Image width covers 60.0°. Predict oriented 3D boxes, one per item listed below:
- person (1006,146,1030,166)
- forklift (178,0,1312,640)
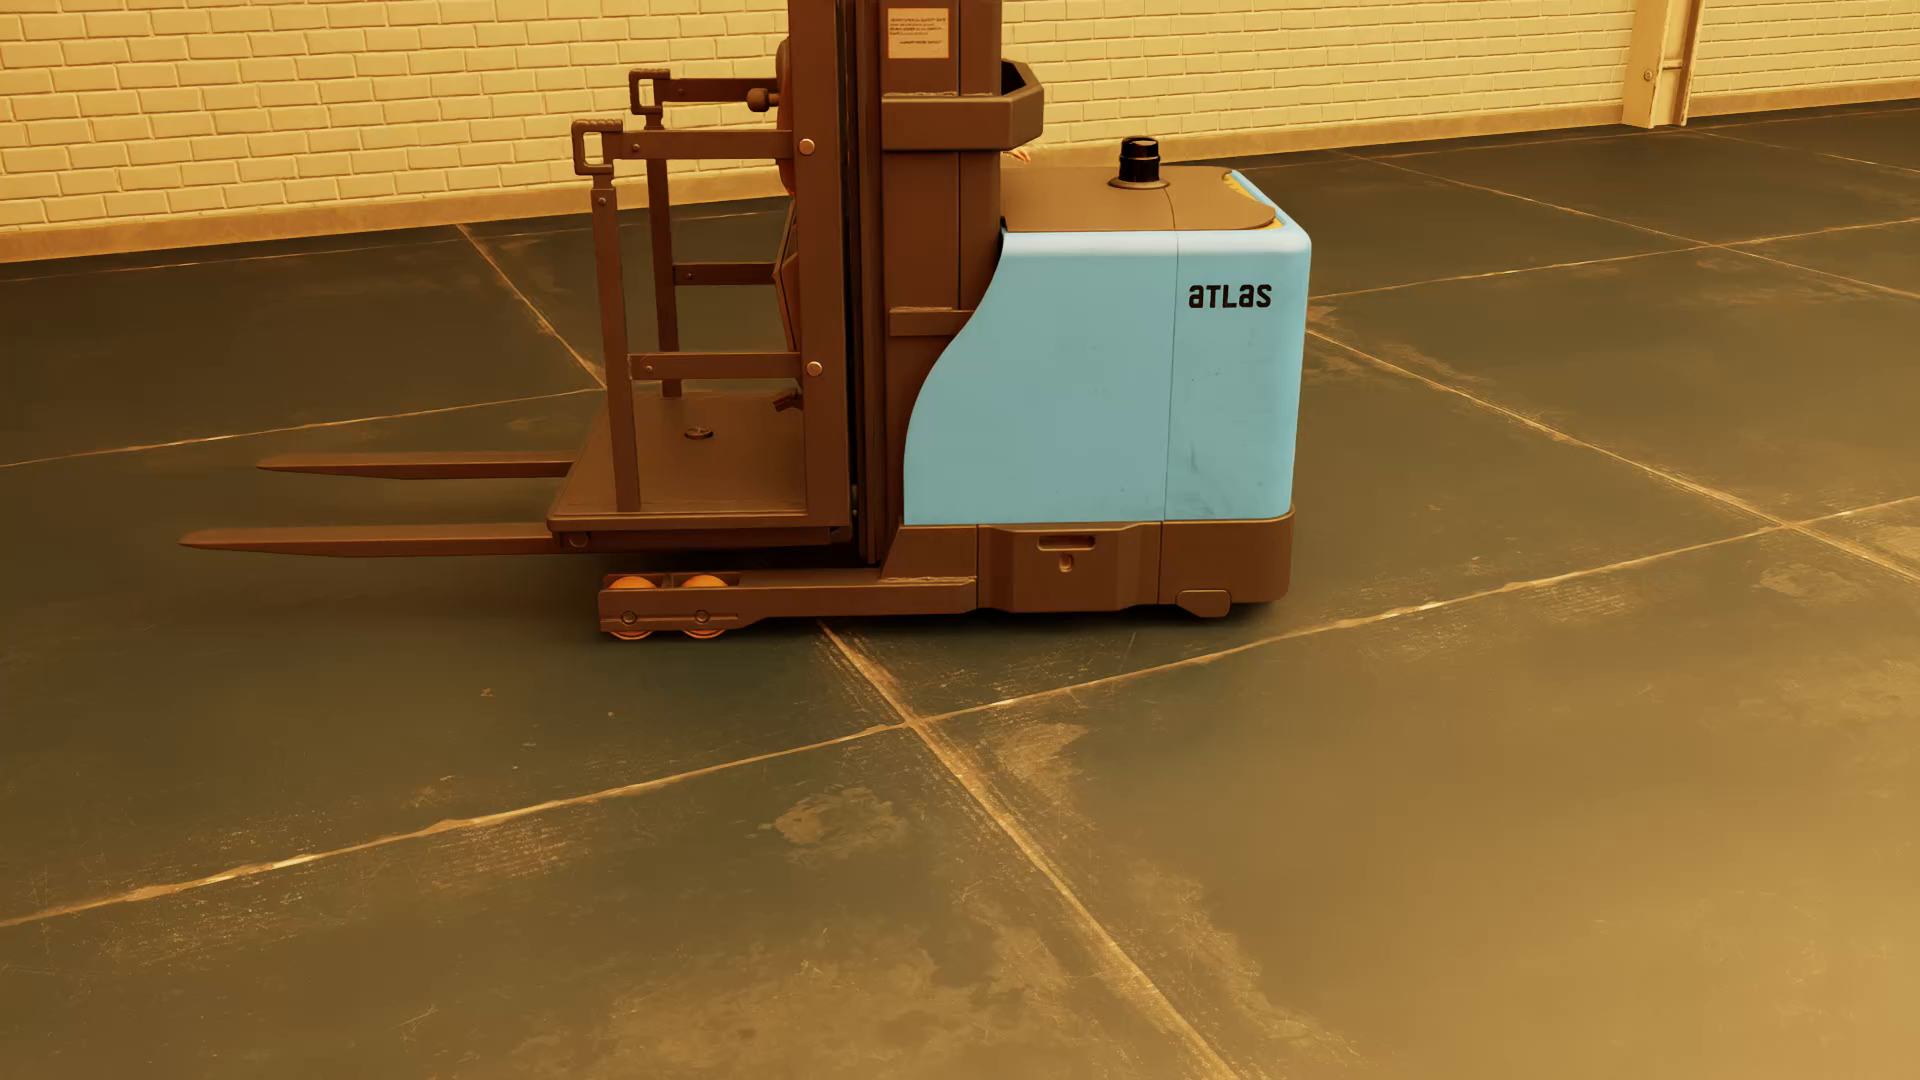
[{"bbox_3d":[0.036,-1.221,6.206,0.907,1.418,0.991,-1,23,-2],"label":"person"},{"bbox_3d":[-0.623,-1.293,4.399,3.031,2.935,1.130,-1,23,-2],"label":"forklift"}]
